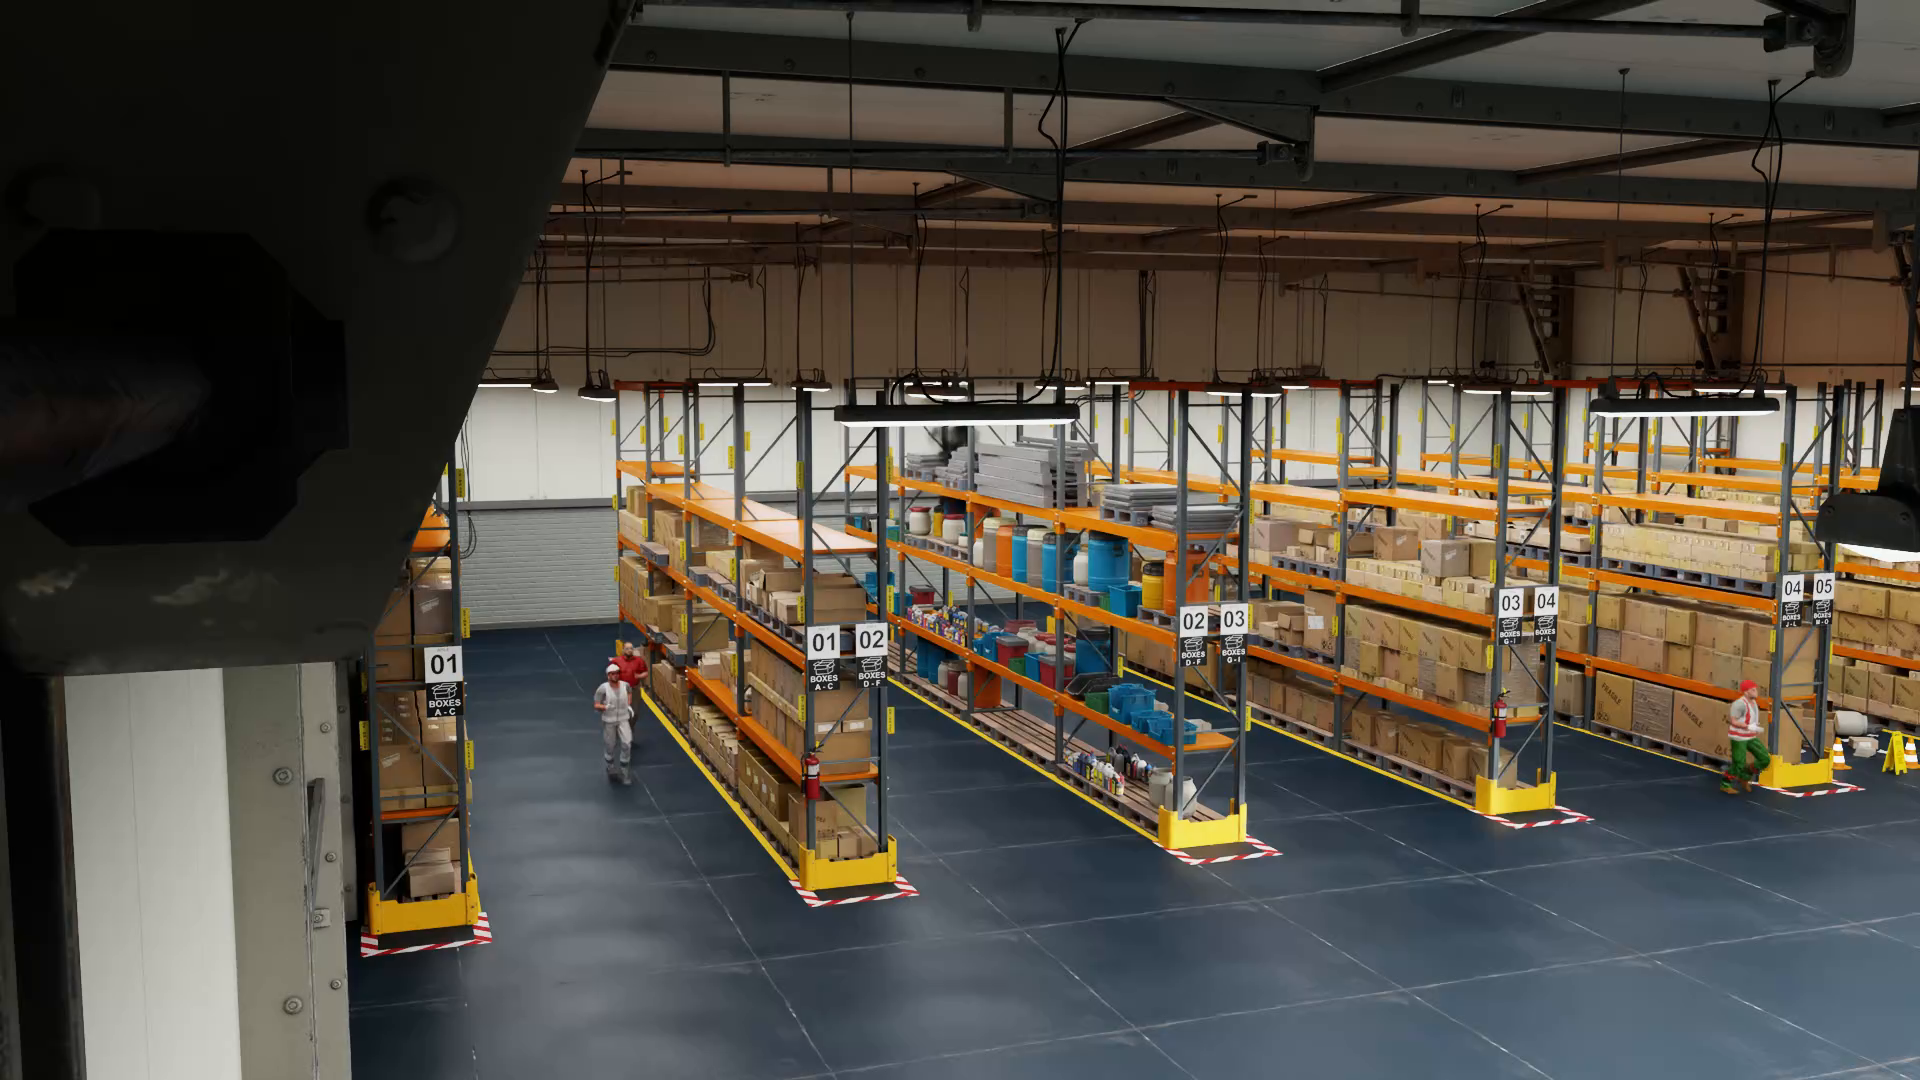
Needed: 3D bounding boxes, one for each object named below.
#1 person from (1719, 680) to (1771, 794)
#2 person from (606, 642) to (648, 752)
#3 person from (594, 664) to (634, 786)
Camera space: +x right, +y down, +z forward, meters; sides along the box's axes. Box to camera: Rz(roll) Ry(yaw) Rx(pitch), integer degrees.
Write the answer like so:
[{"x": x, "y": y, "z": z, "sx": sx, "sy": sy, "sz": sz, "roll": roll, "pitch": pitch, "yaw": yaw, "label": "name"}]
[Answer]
[{"x": 11.480, "y": 2.892, "z": 24.283, "sx": 0.675, "sy": 1.734, "sz": 0.720, "roll": -4, "pitch": 7, "yaw": -32, "label": "person"}, {"x": -5.483, "y": 2.574, "z": 27.519, "sx": 0.638, "sy": 1.801, "sz": 0.802, "roll": -3, "pitch": 7, "yaw": -27, "label": "person"}, {"x": -5.221, "y": 2.785, "z": 25.178, "sx": 0.633, "sy": 1.848, "sz": 0.793, "roll": -3, "pitch": 7, "yaw": -24, "label": "person"}]
